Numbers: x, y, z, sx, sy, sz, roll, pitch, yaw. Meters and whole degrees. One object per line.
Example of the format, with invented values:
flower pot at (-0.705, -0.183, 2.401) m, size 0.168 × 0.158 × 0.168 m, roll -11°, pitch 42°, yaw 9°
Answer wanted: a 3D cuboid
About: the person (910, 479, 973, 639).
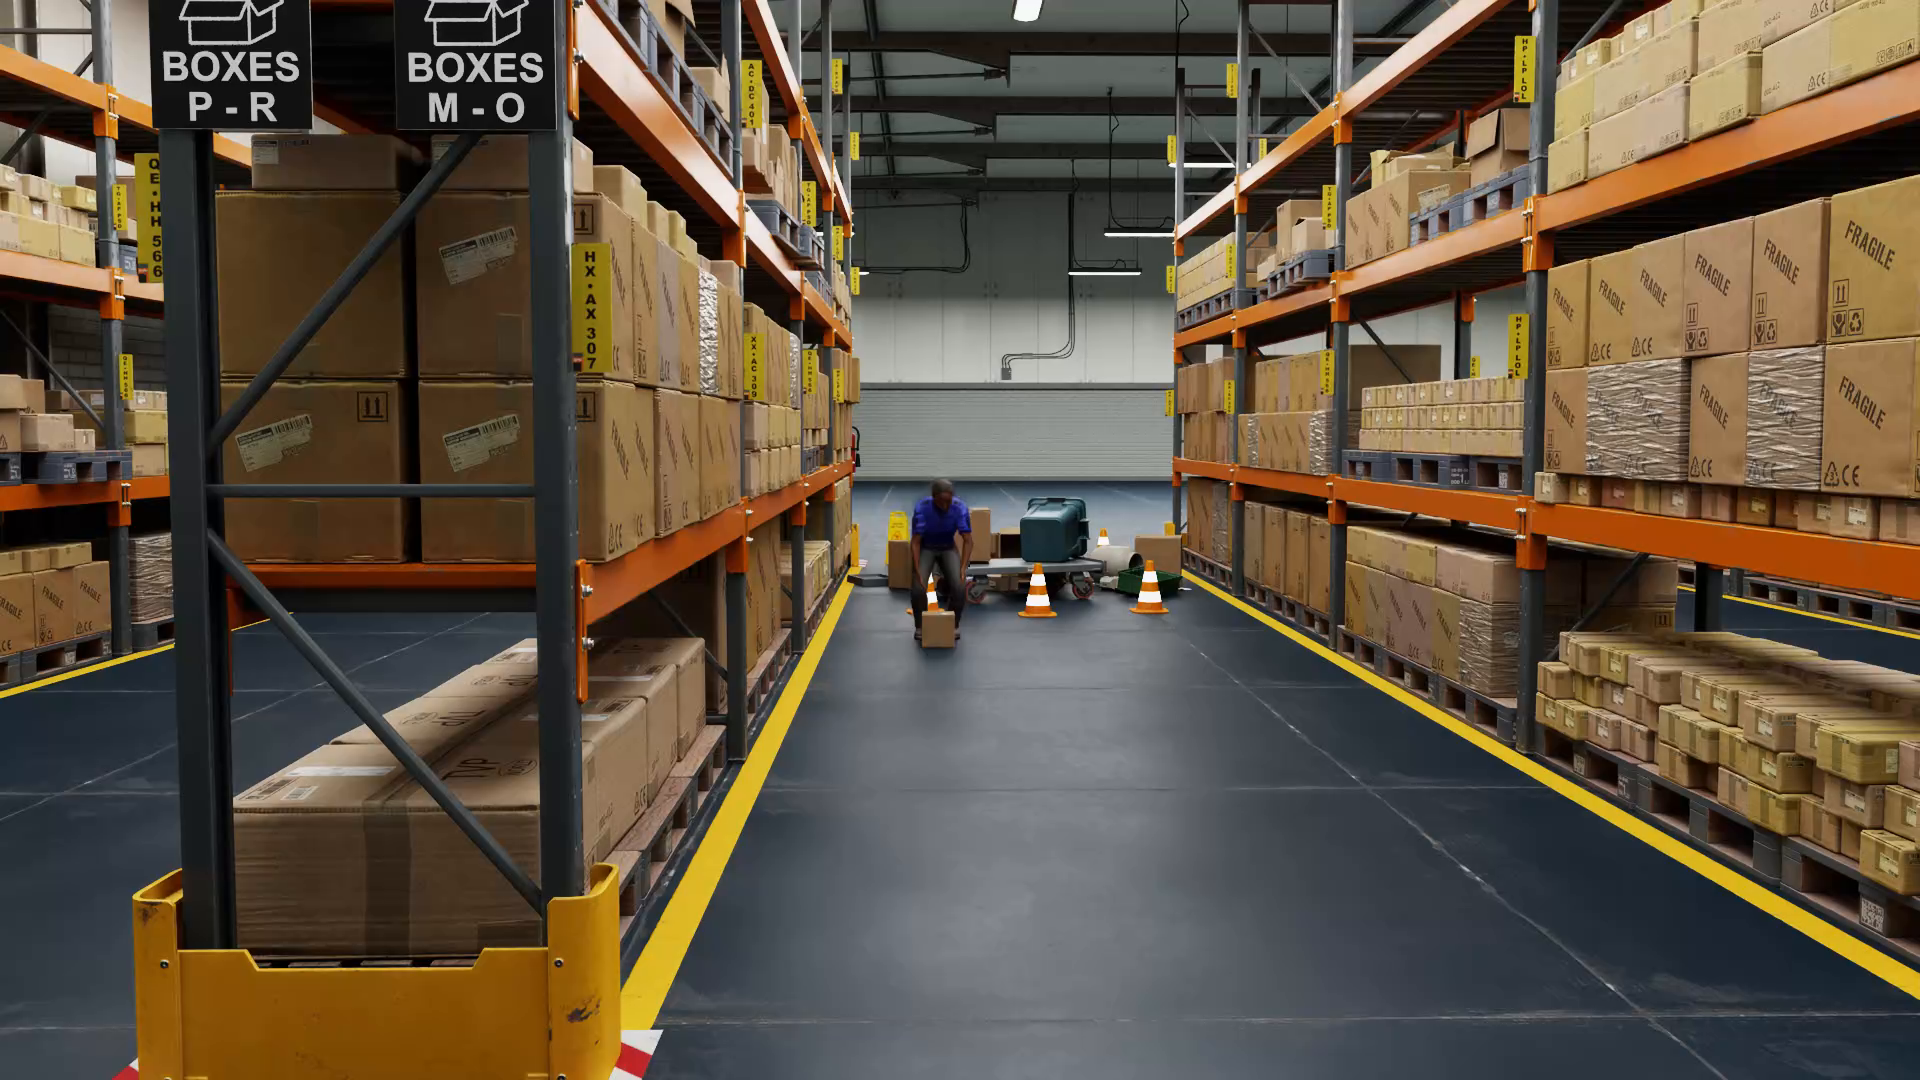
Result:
person at (-0.146, 0.151, 13.189) m, size 0.496 × 1.277 × 0.684 m, roll 0°, pitch 4°, yaw -1°
